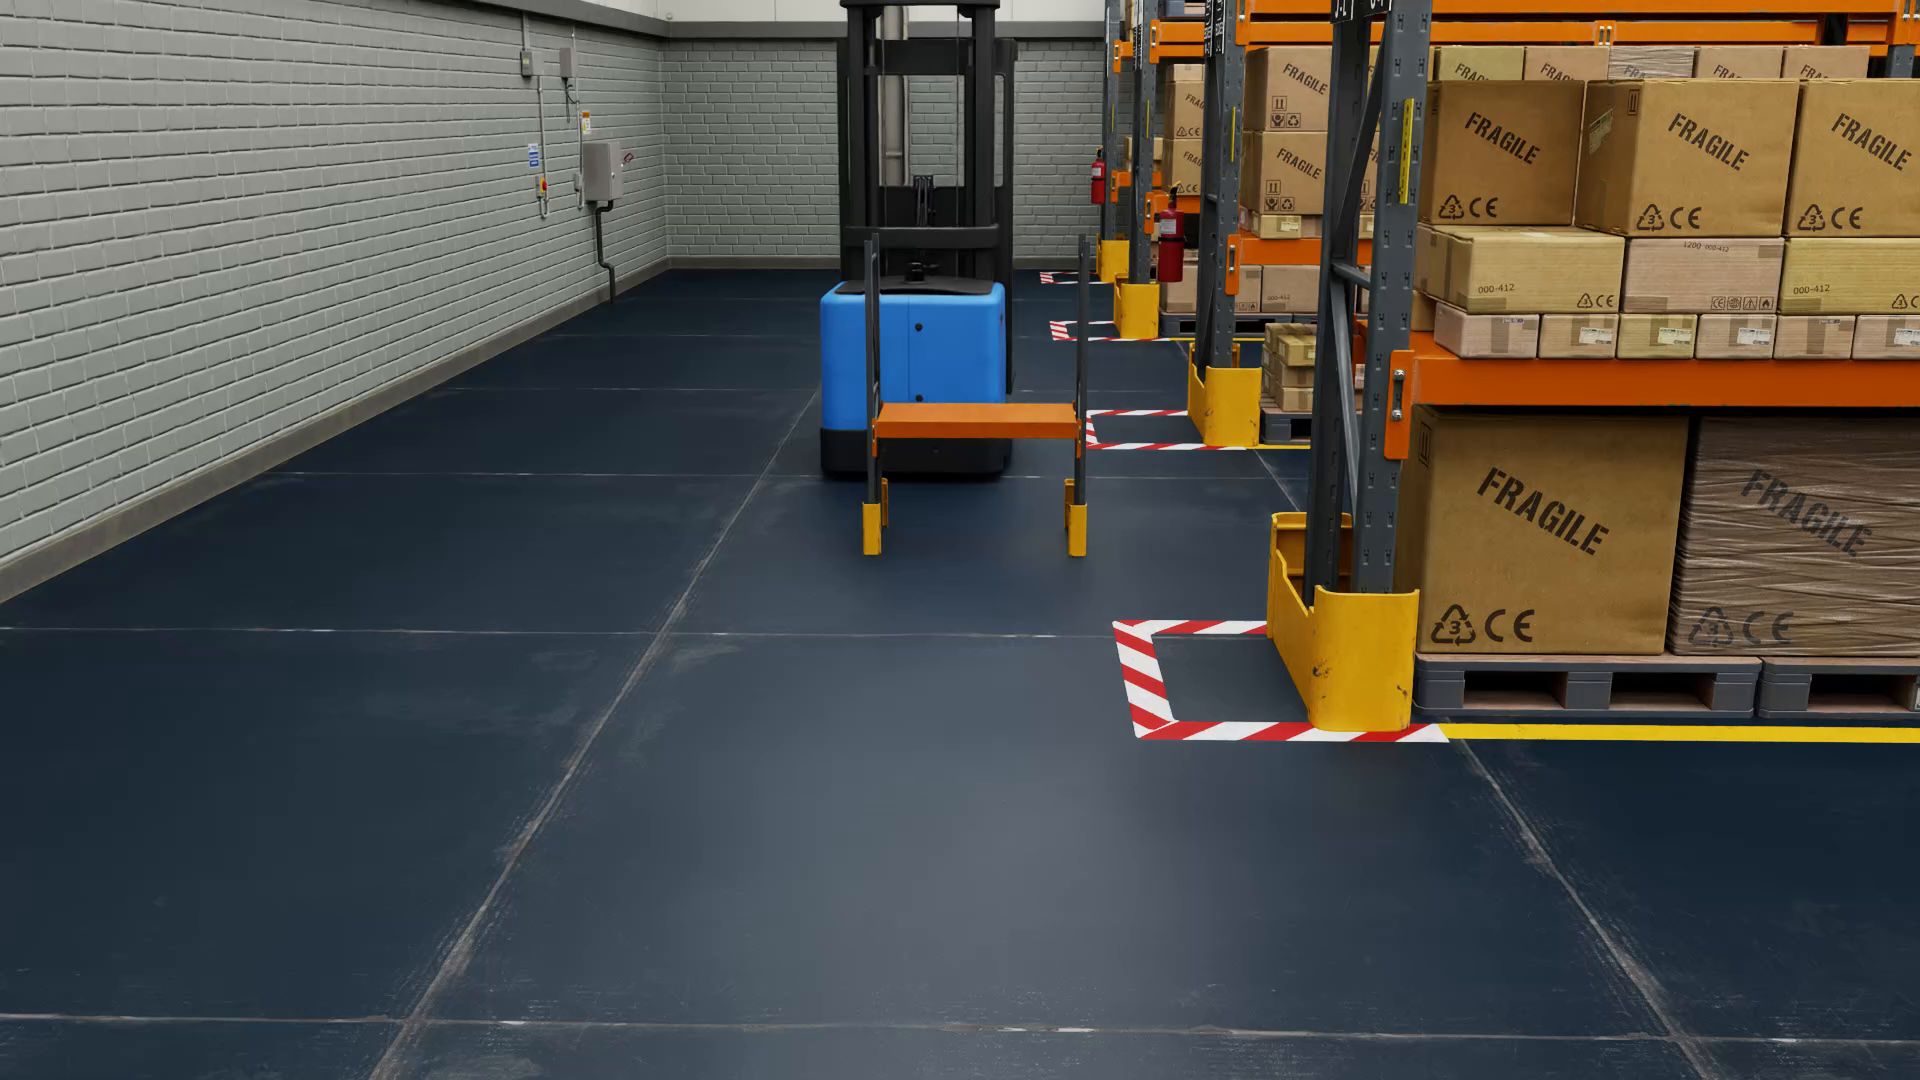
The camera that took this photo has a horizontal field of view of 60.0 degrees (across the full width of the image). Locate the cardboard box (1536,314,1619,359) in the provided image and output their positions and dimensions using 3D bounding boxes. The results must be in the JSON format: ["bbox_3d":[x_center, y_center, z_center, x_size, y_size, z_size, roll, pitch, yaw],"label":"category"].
[{"bbox_3d":[2.051,-0.720,5.682,0.250,0.149,0.380,0,15,1],"label":"cardboard box"}]

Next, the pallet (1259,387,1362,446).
[{"bbox_3d":[2.563,-0.831,11.074,1.213,0.211,1.003,0,15,1],"label":"pallet"}]

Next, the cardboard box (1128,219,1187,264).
[{"bbox_3d":[2.433,-3.690,20.518,0.637,0.503,0.797,0,15,-1],"label":"cardboard box"}]

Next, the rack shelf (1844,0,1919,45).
[{"bbox_3d":[7.674,-3.257,10.336,4.000,0.370,1.077,0,15,1],"label":"rack shelf"}]

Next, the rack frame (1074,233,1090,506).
[{"bbox_3d":[0.593,-0.721,8.134,0.032,1.500,0.500,0,15,1],"label":"rack frame"}]

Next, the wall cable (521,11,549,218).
[{"bbox_3d":[-3.936,-3.994,15.545,0.123,1.953,0.585,0,15,1],"label":"wall cable"}]

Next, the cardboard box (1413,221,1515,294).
[{"bbox_3d":[1.939,-1.065,6.209,0.500,0.250,0.500,0,15,1],"label":"cardboard box"}]

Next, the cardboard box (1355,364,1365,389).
[{"bbox_3d":[2.465,-1.077,10.724,0.250,0.149,0.380,0,15,1],"label":"cardboard box"}]

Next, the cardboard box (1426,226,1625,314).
[{"bbox_3d":[1.921,-0.929,5.691,0.500,0.250,0.500,0,15,0],"label":"cardboard box"}]

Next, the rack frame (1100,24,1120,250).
[{"bbox_3d":[1.824,-4.723,20.360,0.127,3.000,1.000,0,15,1],"label":"rack frame"}]

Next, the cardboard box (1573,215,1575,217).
[{"bbox_3d":[3.818,-1.980,10.458,0.250,0.149,0.380,1,15,3],"label":"cardboard box"}]

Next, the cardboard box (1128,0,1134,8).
[{"bbox_3d":[2.261,-6.419,19.641,0.500,0.250,0.500,0,15,1],"label":"cardboard box"}]

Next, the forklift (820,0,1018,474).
[{"bbox_3d":[-0.194,-2.121,10.634,1.130,2.935,3.031,1,15,3],"label":"forklift"}]

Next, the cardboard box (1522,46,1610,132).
[{"bbox_3d":[3.651,-2.786,10.279,0.500,0.500,0.500,0,15,0],"label":"cardboard box"}]

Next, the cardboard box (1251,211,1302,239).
[{"bbox_3d":[1.991,-1.987,10.482,0.250,0.149,0.380,0,15,1],"label":"cardboard box"}]

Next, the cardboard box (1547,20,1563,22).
[{"bbox_3d":[7.167,-6.300,19.932,0.250,0.149,0.380,0,15,0],"label":"cardboard box"}]

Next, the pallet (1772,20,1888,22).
[{"bbox_3d":[7.936,-4.761,14.995,1.213,0.211,1.003,1,15,4],"label":"pallet"}]

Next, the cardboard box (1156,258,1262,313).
[{"bbox_3d":[2.364,-2.442,15.916,0.875,0.438,0.875,0,15,0],"label":"cardboard box"}]

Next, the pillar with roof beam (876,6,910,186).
[{"bbox_3d":[-0.958,-6.773,16.371,0.400,9.000,9.100,0,15,1],"label":"pillar with roof beam"}]

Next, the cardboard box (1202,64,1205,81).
[{"bbox_3d":[2.313,-4.246,15.125,0.250,0.149,0.380,1,15,3],"label":"cardboard box"}]

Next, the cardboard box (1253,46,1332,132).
[{"bbox_3d":[2.118,-2.799,10.329,0.500,0.500,0.500,0,15,1],"label":"cardboard box"}]

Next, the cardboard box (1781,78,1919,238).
[{"bbox_3d":[2.939,-1.286,5.576,0.500,0.500,0.500,0,15,0],"label":"cardboard box"}]

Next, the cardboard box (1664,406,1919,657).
[{"bbox_3d":[3.000,-0.115,6.239,0.875,0.875,0.875,0,15,1],"label":"cardboard box"}]

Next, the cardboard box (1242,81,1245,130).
[{"bbox_3d":[2.691,-3.911,15.128,0.500,0.500,0.500,0,15,0],"label":"cardboard box"}]

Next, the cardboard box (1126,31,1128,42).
[{"bbox_3d":[2.150,-6.108,20.225,0.250,0.149,0.380,1,15,3],"label":"cardboard box"}]

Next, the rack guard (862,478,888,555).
[{"bbox_3d":[-0.422,-0.124,8.318,0.087,0.250,0.587,0,15,1],"label":"rack guard"}]

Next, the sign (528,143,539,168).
[{"bbox_3d":[-3.999,-3.606,15.599,0.001,0.218,0.327,0,15,1],"label":"sign"}]

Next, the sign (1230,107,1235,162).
[{"bbox_3d":[1.662,-2.474,10.140,0.005,0.325,0.100,0,15,1],"label":"sign"}]

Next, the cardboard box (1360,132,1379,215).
[{"bbox_3d":[2.653,-2.315,10.457,0.500,0.500,0.500,0,15,2],"label":"cardboard box"}]

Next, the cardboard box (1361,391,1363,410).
[{"bbox_3d":[2.704,-0.953,10.836,0.250,0.149,0.380,1,15,2],"label":"cardboard box"}]

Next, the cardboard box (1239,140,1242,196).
[{"bbox_3d":[2.680,-3.433,15.274,0.500,0.500,0.500,0,15,1],"label":"cardboard box"}]

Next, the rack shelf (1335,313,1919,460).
[{"bbox_3d":[3.447,-0.569,6.025,4.000,0.370,1.077,0,15,1],"label":"rack shelf"}]

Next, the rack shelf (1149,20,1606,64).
[{"bbox_3d":[3.701,-4.546,15.222,4.000,0.370,1.077,0,15,1],"label":"rack shelf"}]

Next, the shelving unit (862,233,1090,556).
[{"bbox_3d":[0.076,-0.725,8.147,1.083,1.500,0.587,0,15,1],"label":"shelving unit"}]

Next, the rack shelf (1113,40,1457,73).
[{"bbox_3d":[3.824,-5.812,20.020,4.000,0.370,1.077,0,15,1],"label":"rack shelf"}]

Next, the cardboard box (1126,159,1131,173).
[{"bbox_3d":[2.146,-4.529,20.119,0.250,0.149,0.380,0,15,1],"label":"cardboard box"}]

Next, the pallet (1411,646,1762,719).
[{"bbox_3d":[2.249,0.404,6.395,1.213,0.211,1.003,0,15,1],"label":"pallet"}]

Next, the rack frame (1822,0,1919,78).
[{"bbox_3d":[5.675,-2.168,10.676,0.127,3.000,1.000,0,15,1],"label":"rack frame"}]

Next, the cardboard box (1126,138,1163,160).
[{"bbox_3d":[2.271,-4.722,20.069,0.500,0.250,0.500,0,15,2],"label":"cardboard box"}]

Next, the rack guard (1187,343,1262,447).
[{"bbox_3d":[1.752,-0.985,11.092,0.348,0.500,1.175,0,15,1],"label":"rack guard"}]

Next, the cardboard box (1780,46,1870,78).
[{"bbox_3d":[5.198,-2.777,10.248,0.500,0.500,0.500,0,15,-1],"label":"cardboard box"}]

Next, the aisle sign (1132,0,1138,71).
[{"bbox_3d":[1.637,-4.793,15.532,0.004,0.787,0.394,0,15,1],"label":"aisle sign"}]

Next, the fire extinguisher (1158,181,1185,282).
[{"bbox_3d":[1.436,-2.095,11.284,0.183,0.674,0.296,0,15,1],"label":"fire extinguisher"}]

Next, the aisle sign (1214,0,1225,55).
[{"bbox_3d":[1.595,-3.375,10.155,0.004,0.787,0.394,0,15,1],"label":"aisle sign"}]

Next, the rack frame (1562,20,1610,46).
[{"bbox_3d":[5.700,-3.431,15.463,0.127,3.000,1.000,0,15,1],"label":"rack frame"}]

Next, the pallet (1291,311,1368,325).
[{"bbox_3d":[3.719,-2.114,15.941,1.213,0.211,1.003,0,15,1],"label":"pallet"}]

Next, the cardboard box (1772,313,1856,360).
[{"bbox_3d":[2.822,-0.715,5.664,0.250,0.149,0.380,0,15,0],"label":"cardboard box"}]
